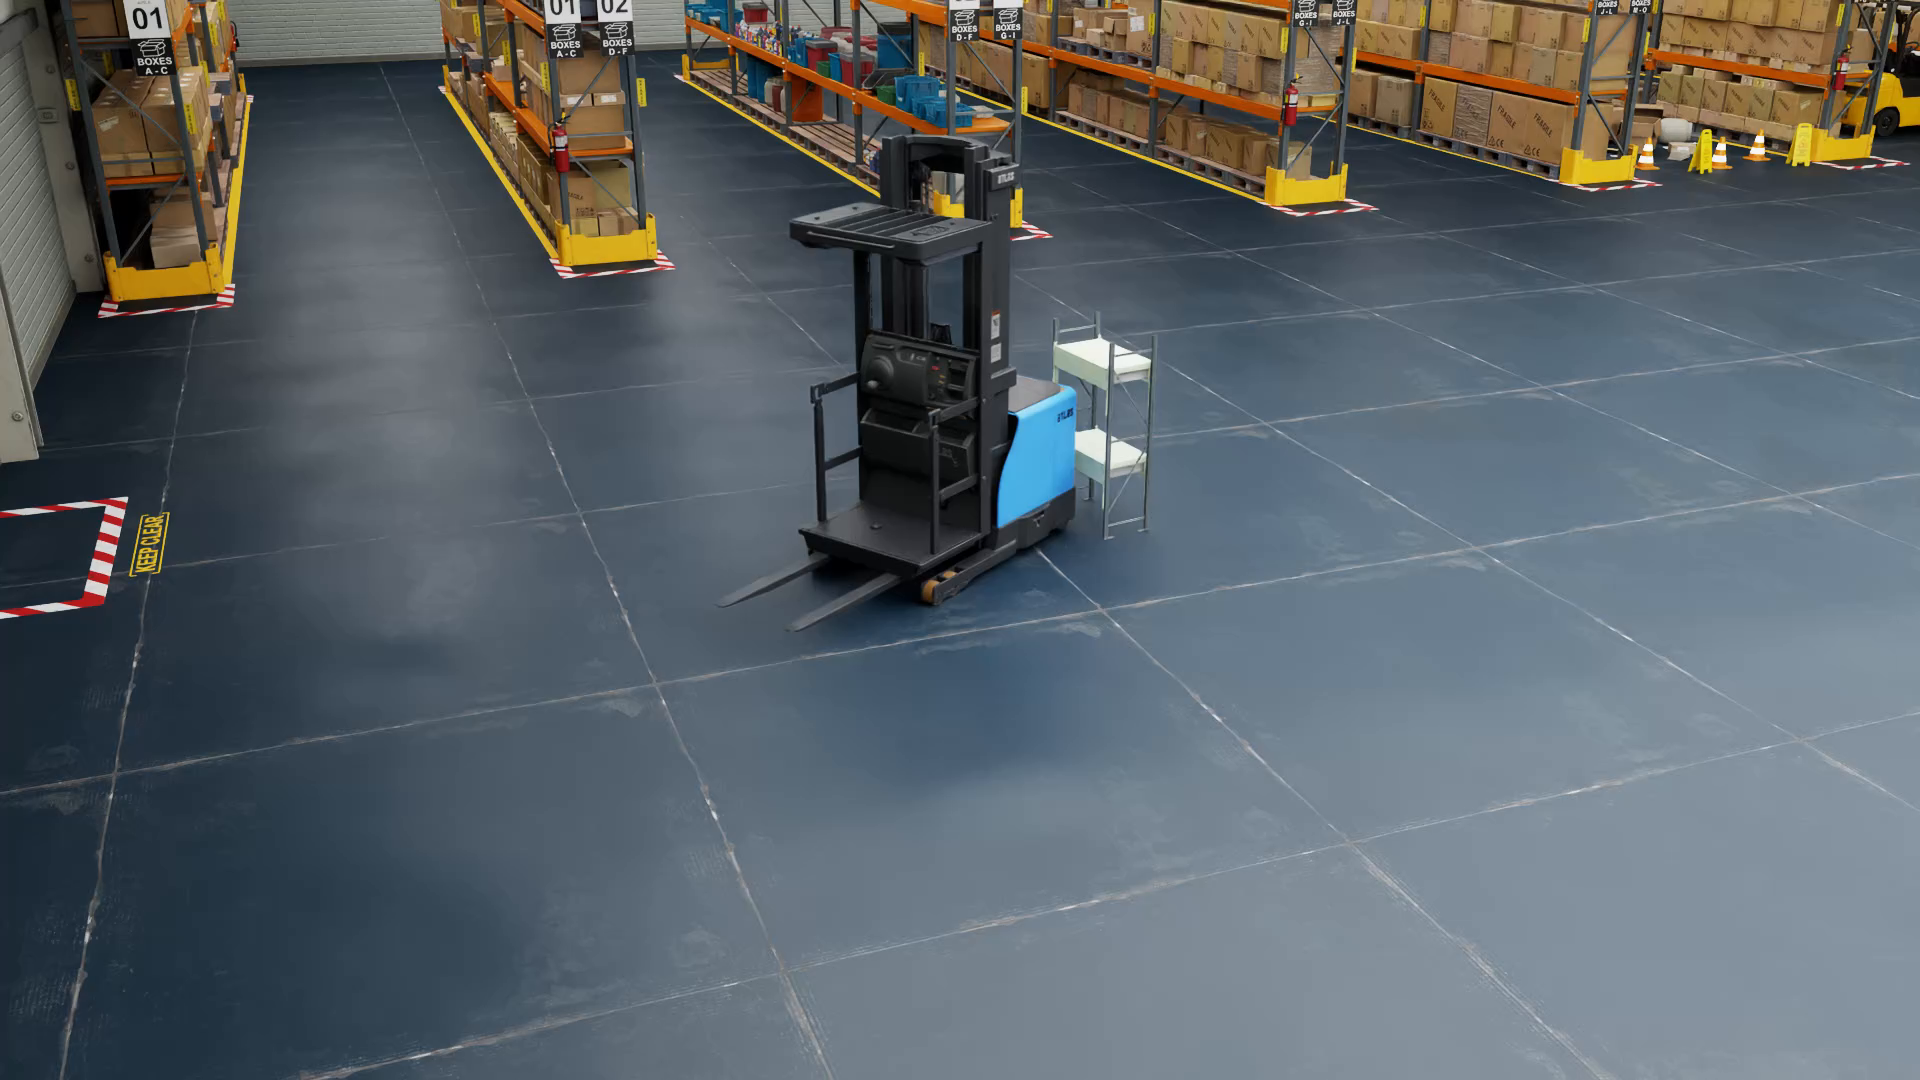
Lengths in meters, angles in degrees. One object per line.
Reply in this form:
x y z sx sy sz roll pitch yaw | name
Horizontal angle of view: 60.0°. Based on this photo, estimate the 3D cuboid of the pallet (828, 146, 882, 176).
-1.417 -5.961 26.122 1.003 0.211 1.213 -8 24 -19 | pallet

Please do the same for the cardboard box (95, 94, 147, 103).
-9.492 -4.765 18.896 0.500 0.500 0.500 -8 24 -18 | cardboard box

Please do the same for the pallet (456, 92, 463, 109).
-9.241 -8.603 32.390 1.003 0.211 1.213 -8 24 -19 | pallet

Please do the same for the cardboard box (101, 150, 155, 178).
-9.305 -4.237 18.607 0.500 0.250 0.500 -8 24 -18 | cardboard box

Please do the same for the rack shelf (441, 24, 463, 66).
-9.271 -9.590 32.067 1.077 0.370 4.000 -8 24 -19 | rack shelf

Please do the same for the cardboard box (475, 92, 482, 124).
-8.075 -7.478 28.781 0.500 0.500 0.500 -9 25 -21 | cardboard box

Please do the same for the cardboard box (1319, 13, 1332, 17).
6.881 -9.404 30.572 0.500 0.500 0.500 -9 24 -19 | cardboard box

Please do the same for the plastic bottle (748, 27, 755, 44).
-3.795 -9.259 30.515 0.152 0.276 0.135 -8 24 -19 | plastic bottle

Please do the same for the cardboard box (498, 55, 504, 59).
-7.064 -7.562 26.444 0.500 0.311 0.500 -7 24 -16 | cardboard box

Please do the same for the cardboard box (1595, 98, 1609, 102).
11.147 -7.947 29.487 0.500 0.500 0.500 -8 24 -19 | cardboard box

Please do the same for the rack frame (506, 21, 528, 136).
-5.739 -6.288 23.306 1.000 3.000 0.127 -8 24 -19 | rack frame

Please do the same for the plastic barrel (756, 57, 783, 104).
-3.503 -8.642 31.053 0.600 0.901 0.708 -8 24 -19 | plastic barrel

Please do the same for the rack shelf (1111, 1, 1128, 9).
4.674 -11.591 36.816 1.077 0.370 4.000 -8 24 -19 | rack shelf

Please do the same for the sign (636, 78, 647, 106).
-3.804 -5.344 19.850 0.100 0.325 0.005 -8 24 -19 | sign

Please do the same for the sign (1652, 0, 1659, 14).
12.283 -9.461 29.345 0.100 0.325 0.005 -8 24 -19 | sign

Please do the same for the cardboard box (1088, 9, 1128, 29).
2.636 -8.959 28.974 0.700 0.500 0.500 -5 23 -11 | cardboard box

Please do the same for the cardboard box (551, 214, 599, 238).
-4.791 -3.915 20.677 0.500 0.250 0.500 -8 24 -19 | cardboard box

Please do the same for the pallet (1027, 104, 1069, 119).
1.909 -8.111 31.222 1.003 0.211 1.213 -8 24 -19 | pallet

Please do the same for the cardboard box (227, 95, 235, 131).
-12.530 -7.176 27.640 0.750 0.750 0.750 -8 24 -17 | cardboard box

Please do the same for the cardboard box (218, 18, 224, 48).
-12.799 -8.573 28.190 0.500 0.500 0.500 -9 24 -20 | cardboard box

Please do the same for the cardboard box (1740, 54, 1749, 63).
13.361 -8.101 27.931 0.380 0.149 0.250 -8 24 -19 | cardboard box

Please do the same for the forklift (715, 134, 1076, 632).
-0.411 -1.126 11.148 1.130 2.935 3.031 16 28 33 | forklift

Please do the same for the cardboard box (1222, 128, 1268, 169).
4.292 -5.906 25.077 0.500 0.500 0.500 -6 24 -14 | cardboard box

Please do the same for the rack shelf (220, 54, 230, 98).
-12.491 -7.455 27.003 1.077 0.370 4.000 -8 24 -19 | rack shelf

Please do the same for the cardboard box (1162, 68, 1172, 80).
3.401 -7.318 26.074 0.380 0.149 0.250 -8 24 -19 | cardboard box

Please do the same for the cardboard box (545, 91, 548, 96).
-5.003 -5.667 20.869 0.380 0.149 0.250 -8 24 -17 | cardboard box

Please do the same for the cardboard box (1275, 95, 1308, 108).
4.650 -6.152 23.307 0.380 0.149 0.250 -8 24 -19 | cardboard box

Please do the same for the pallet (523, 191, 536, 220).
-5.497 -4.708 23.149 1.003 0.211 1.213 -8 24 -19 | pallet

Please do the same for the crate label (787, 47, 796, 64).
-2.718 -8.138 27.911 0.303 0.233 0.416 -8 24 -19 | crate label

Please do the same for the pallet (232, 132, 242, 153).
-12.420 -6.515 27.435 1.003 0.211 1.213 -8 24 -19 | pallet

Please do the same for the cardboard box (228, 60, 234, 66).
-14.054 -9.045 31.691 0.380 0.149 0.250 -9 24 -20 | cardboard box

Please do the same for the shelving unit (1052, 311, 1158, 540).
1.049 -0.856 12.349 0.431 1.500 0.755 -12 26 -27 | shelving unit

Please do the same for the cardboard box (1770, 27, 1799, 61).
13.592 -8.077 27.040 0.500 0.500 0.500 -8 24 -19 | cardboard box

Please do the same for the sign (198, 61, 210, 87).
-9.867 -6.083 21.706 0.100 0.325 0.005 -8 24 -19 | sign

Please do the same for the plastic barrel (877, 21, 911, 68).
-0.956 -7.379 25.250 0.600 0.901 0.708 -8 24 -19 | plastic barrel

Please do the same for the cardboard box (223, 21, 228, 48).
-13.627 -9.117 29.633 0.980 0.700 0.700 -9 24 -20 | cardboard box

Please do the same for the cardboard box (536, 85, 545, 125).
-5.210 -5.800 22.020 0.700 0.500 0.500 -8 24 -18 | cardboard box

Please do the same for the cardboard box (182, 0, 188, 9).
-9.961 -6.894 20.728 0.500 0.500 0.500 -8 24 -18 | cardboard box

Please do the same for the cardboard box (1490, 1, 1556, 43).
8.864 -8.127 26.086 0.875 0.550 0.500 -8 24 -19 | cardboard box

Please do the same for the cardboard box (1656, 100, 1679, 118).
12.757 -7.680 29.610 0.500 0.250 0.500 -10 25 -21 | cardboard box

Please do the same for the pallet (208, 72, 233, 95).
-11.433 -6.727 24.596 1.213 0.211 1.003 -8 24 -19 | pallet

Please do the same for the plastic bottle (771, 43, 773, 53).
-3.267 -8.651 29.168 0.097 0.201 0.097 0 23 0 | plastic bottle

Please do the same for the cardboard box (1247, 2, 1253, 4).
5.835 -10.582 32.511 0.380 0.149 0.250 -8 24 -19 | cardboard box

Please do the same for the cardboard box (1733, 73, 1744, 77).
13.443 -7.915 29.200 0.500 0.500 0.500 -8 24 -18 | cardboard box

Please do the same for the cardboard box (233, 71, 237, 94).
-14.270 -8.768 31.869 0.700 0.500 0.500 -8 24 -19 | cardboard box

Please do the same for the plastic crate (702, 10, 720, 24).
-4.992 -10.554 33.568 0.416 0.233 0.300 -8 24 -19 | plastic crate

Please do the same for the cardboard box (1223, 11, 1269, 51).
4.162 -7.365 24.063 0.500 0.500 0.500 -8 24 -19 | cardboard box

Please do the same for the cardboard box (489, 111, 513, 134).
-7.241 -6.696 26.551 0.500 0.311 0.500 -7 24 -17 | cardboard box

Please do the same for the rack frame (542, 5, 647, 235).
-4.325 -4.834 19.858 1.000 3.000 0.127 -8 24 -19 | rack frame
